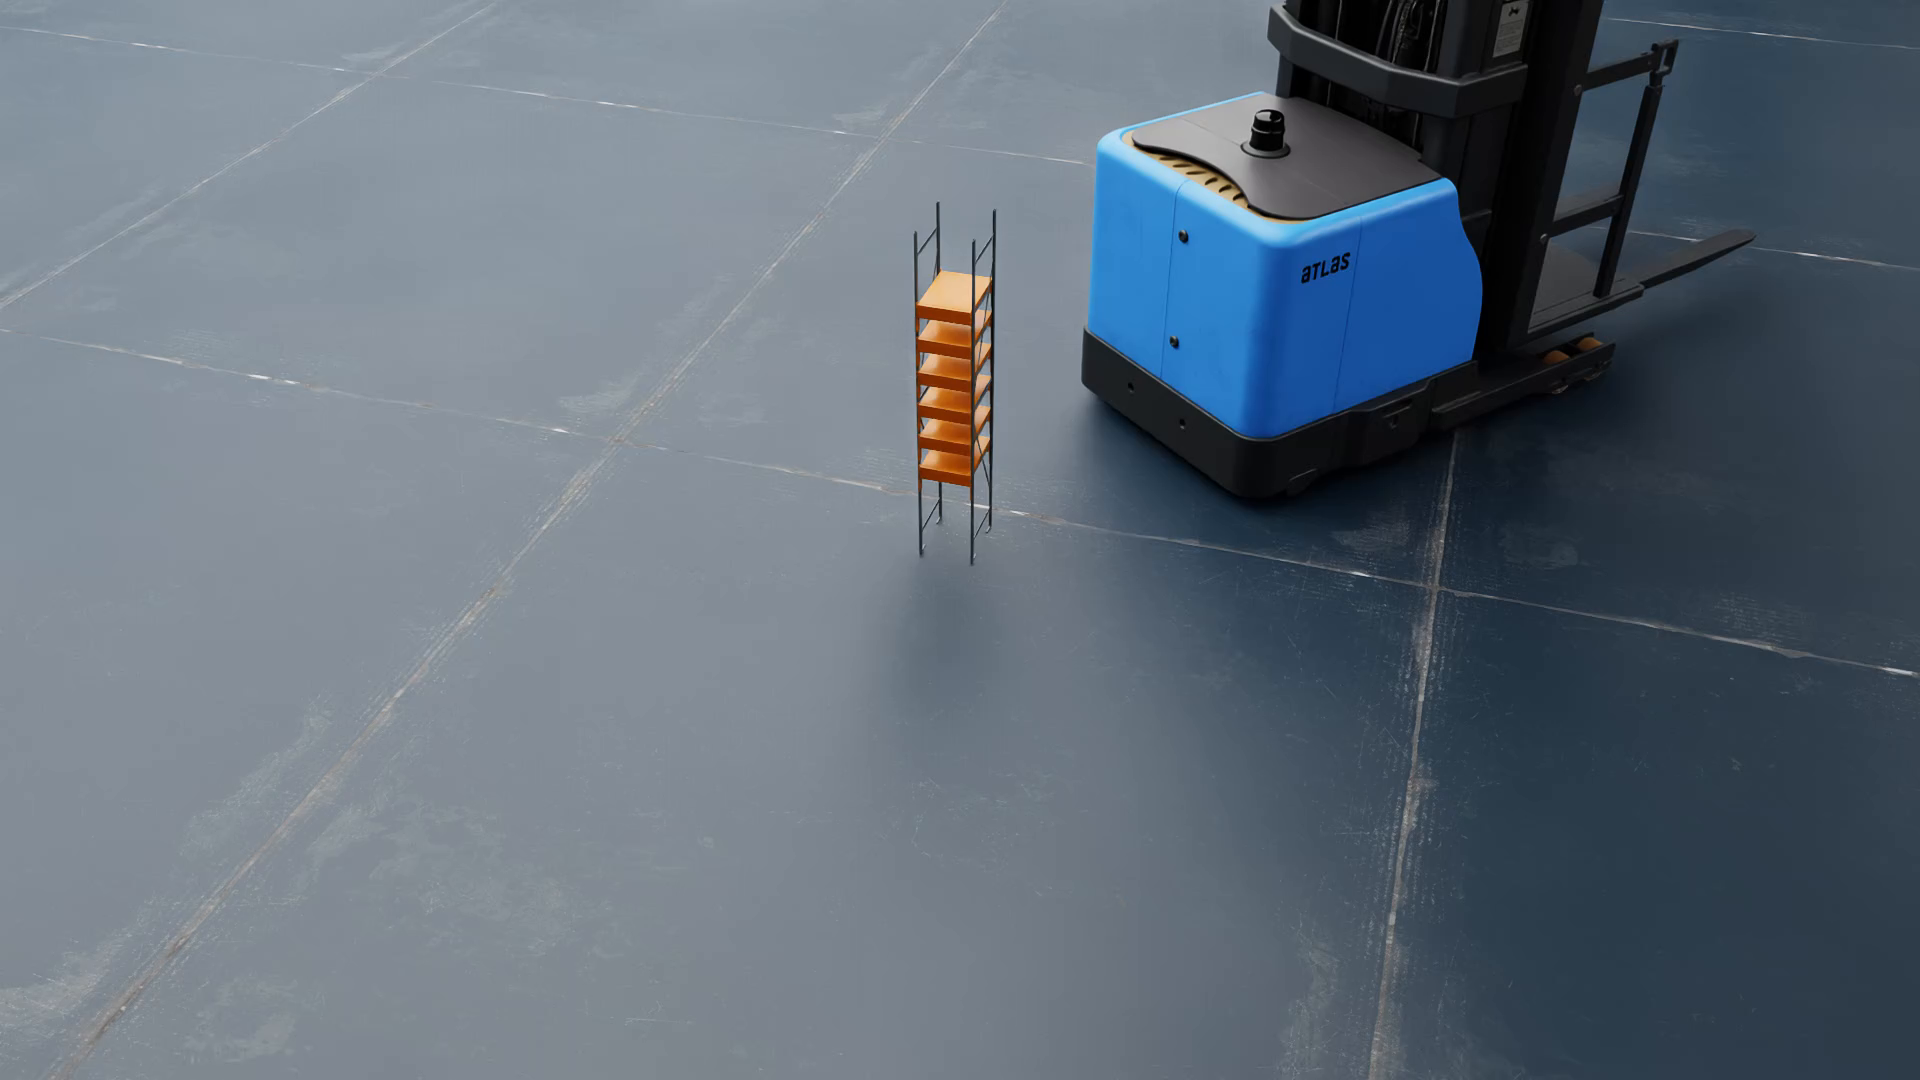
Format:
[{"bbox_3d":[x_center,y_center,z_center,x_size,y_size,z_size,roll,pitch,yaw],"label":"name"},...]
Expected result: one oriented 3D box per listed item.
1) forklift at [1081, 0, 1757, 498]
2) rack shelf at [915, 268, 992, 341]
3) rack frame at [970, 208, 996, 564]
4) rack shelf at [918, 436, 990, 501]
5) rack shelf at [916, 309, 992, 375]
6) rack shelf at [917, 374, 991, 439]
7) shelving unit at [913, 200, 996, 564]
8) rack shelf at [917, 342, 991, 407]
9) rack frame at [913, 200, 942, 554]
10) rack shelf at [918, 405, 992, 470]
[{"bbox_3d":[1.986,-1.994,5.987,3.031,2.935,1.130,-21,41,-26],"label":"forklift"},{"bbox_3d":[-0.014,-0.740,5.211,0.180,0.103,0.258,10,38,14],"label":"rack shelf"},{"bbox_3d":[0.074,-0.470,5.376,0.006,1.200,0.240,10,38,14],"label":"rack frame"},{"bbox_3d":[-0.014,-0.257,5.566,0.180,0.103,0.258,10,38,14],"label":"rack shelf"},{"bbox_3d":[-0.014,-0.643,5.282,0.180,0.103,0.258,10,38,14],"label":"rack shelf"},{"bbox_3d":[-0.014,-0.450,5.424,0.180,0.103,0.258,10,38,14],"label":"rack shelf"},{"bbox_3d":[-0.014,-0.486,5.398,0.189,1.200,0.258,10,38,14],"label":"shelving unit"},{"bbox_3d":[-0.014,-0.547,5.353,0.180,0.103,0.258,10,38,14],"label":"rack shelf"},{"bbox_3d":[-0.101,-0.502,5.420,0.006,1.200,0.240,10,38,14],"label":"rack frame"},{"bbox_3d":[-0.014,-0.353,5.495,0.180,0.103,0.258,10,38,14],"label":"rack shelf"}]
